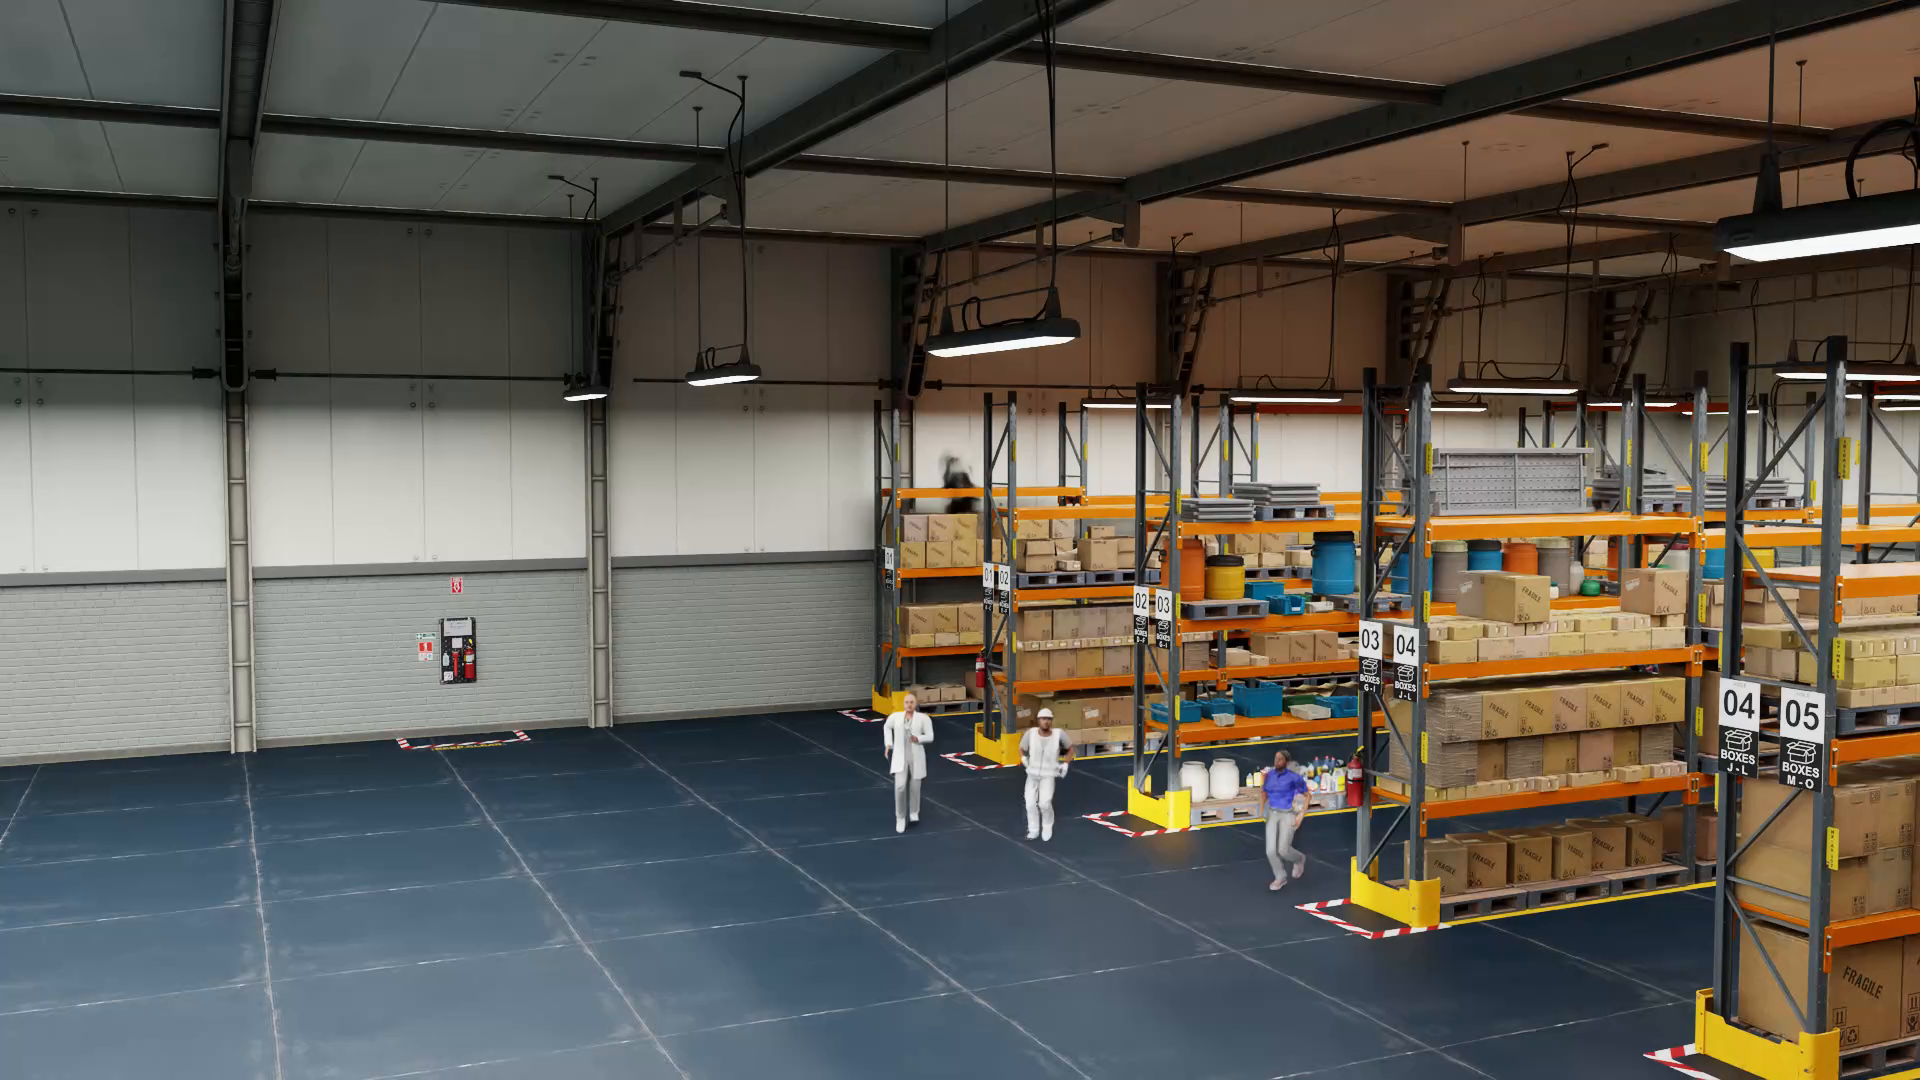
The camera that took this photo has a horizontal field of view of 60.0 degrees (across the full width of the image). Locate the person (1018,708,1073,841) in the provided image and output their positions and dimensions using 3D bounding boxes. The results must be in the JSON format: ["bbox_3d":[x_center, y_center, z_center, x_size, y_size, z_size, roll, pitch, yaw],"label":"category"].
[{"bbox_3d":[1.065,3.039,21.496,0.684,1.731,0.661,1,3,17],"label":"person"}]

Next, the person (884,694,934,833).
[{"bbox_3d":[-0.696,2.982,22.317,0.658,1.840,0.823,0,3,-1],"label":"person"}]

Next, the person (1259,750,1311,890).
[{"bbox_3d":[3.761,3.238,19.335,0.616,1.617,0.567,3,4,40],"label":"person"}]
